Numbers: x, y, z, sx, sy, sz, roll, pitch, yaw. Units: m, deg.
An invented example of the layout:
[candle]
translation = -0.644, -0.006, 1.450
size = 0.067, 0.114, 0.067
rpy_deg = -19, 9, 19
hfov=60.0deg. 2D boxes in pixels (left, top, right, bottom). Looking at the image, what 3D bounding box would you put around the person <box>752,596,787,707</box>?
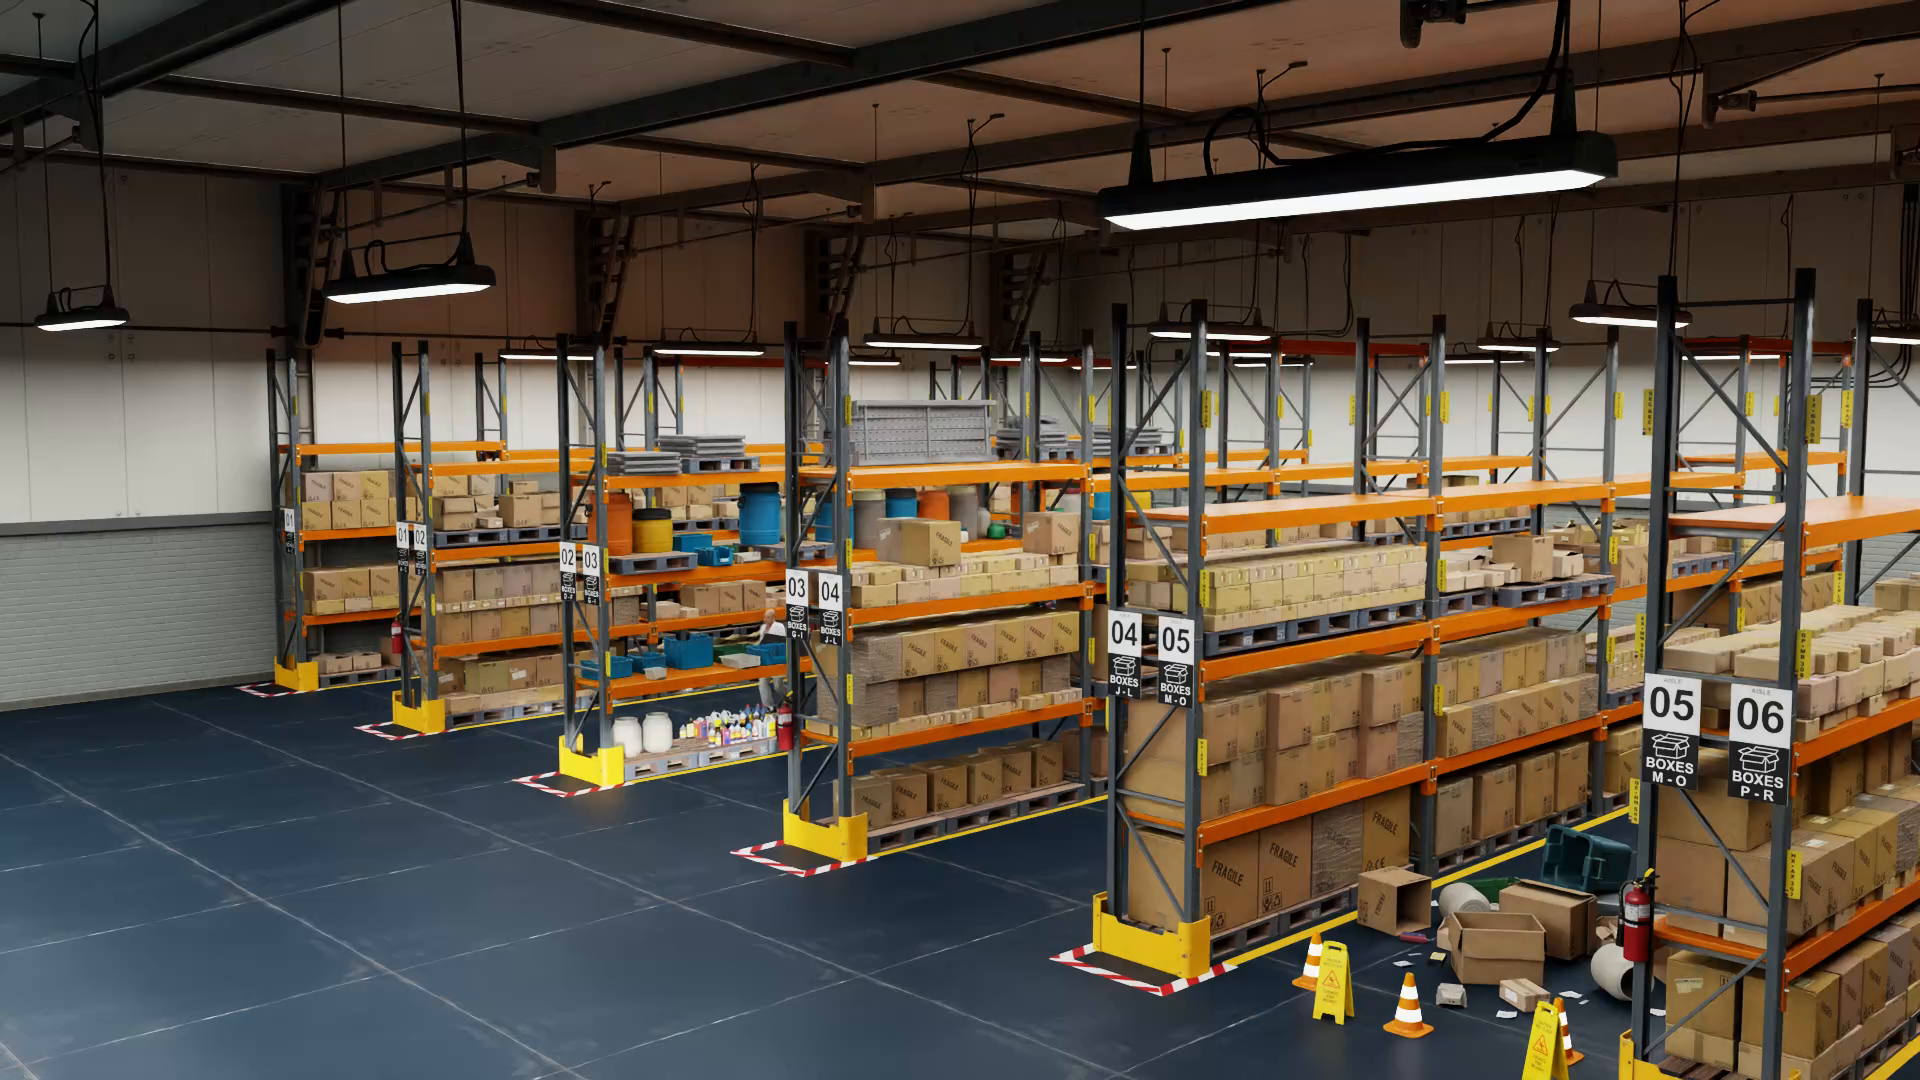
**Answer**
[person]
translation = -3.017, 1.801, 26.789
size = 0.703, 1.807, 0.552
rpy_deg = 1, 5, 10
